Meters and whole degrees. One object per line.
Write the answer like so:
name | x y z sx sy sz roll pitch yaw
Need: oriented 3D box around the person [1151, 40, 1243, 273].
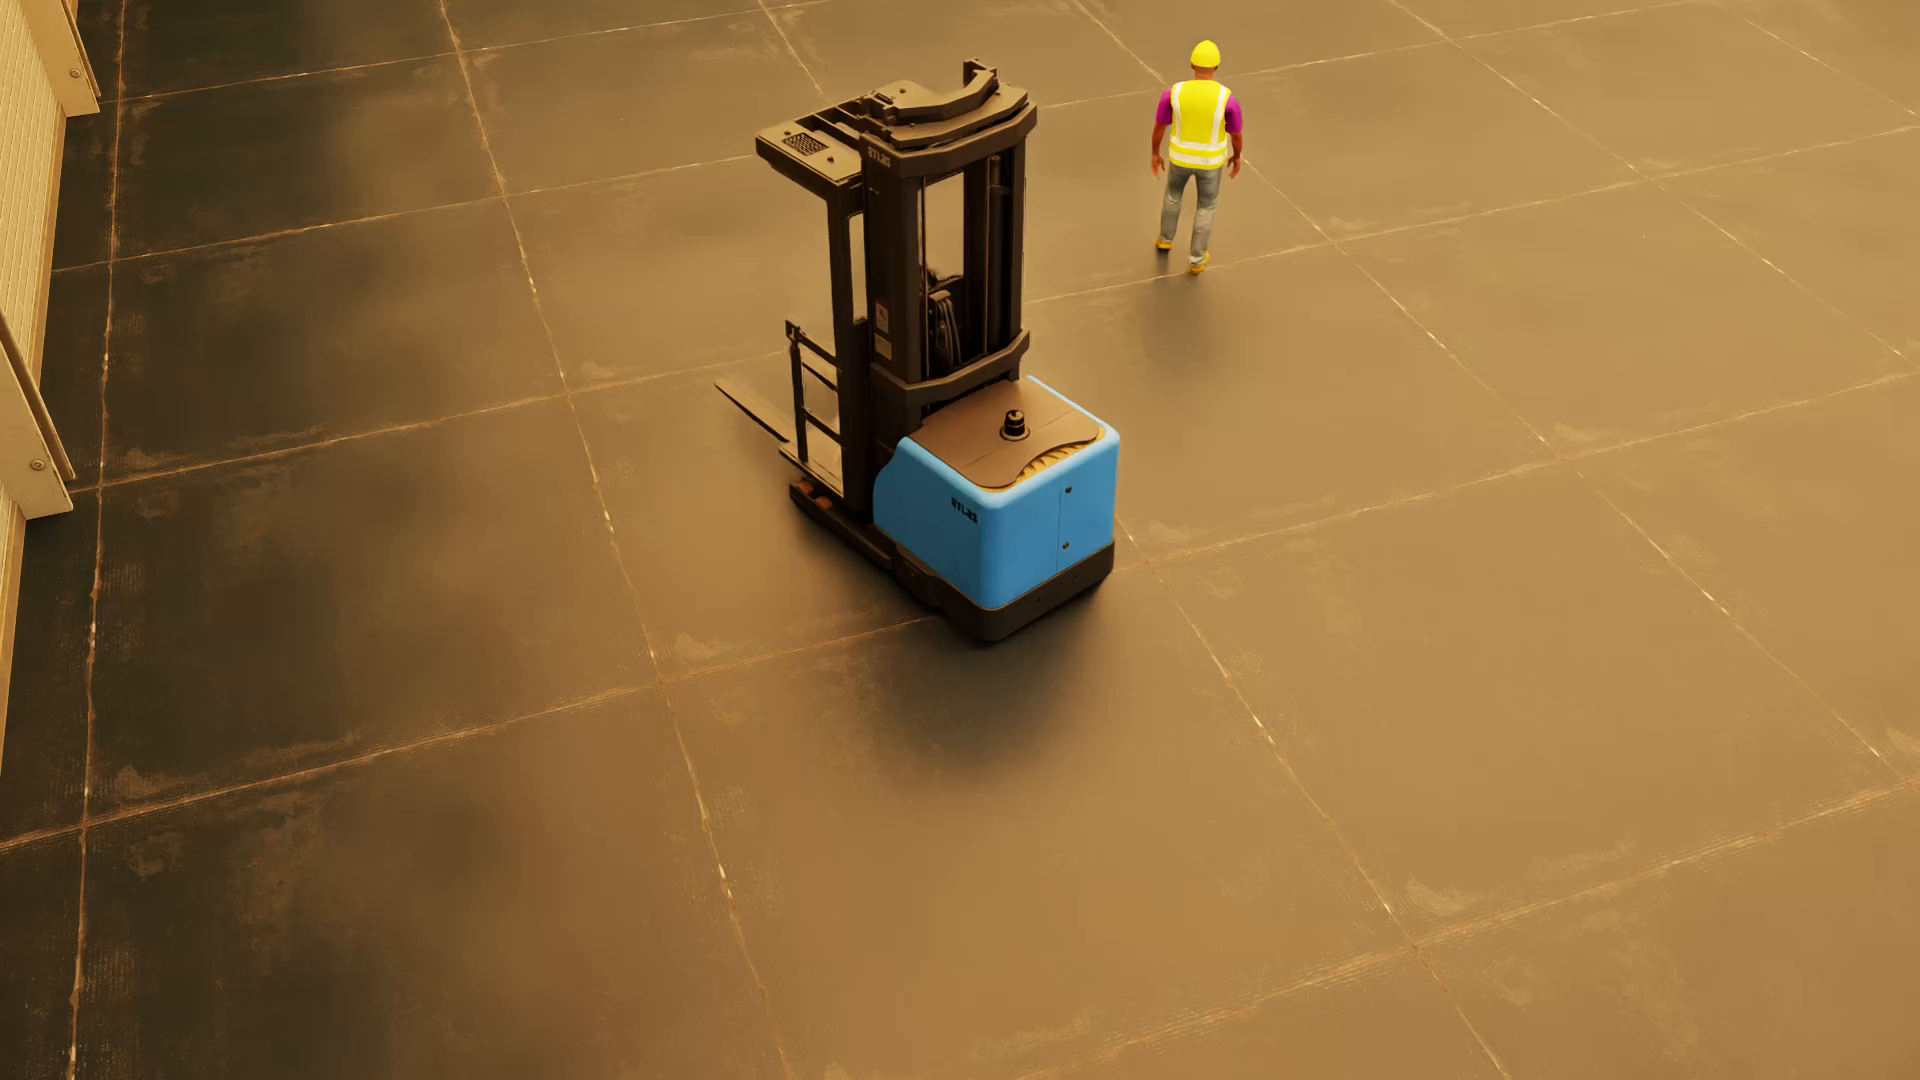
person | 1.770 -2.859 12.366 0.663 1.801 0.538 11 41 13

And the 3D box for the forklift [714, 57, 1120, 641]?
forklift | -0.423 -1.421 9.689 1.130 2.935 3.031 -29 48 -30
